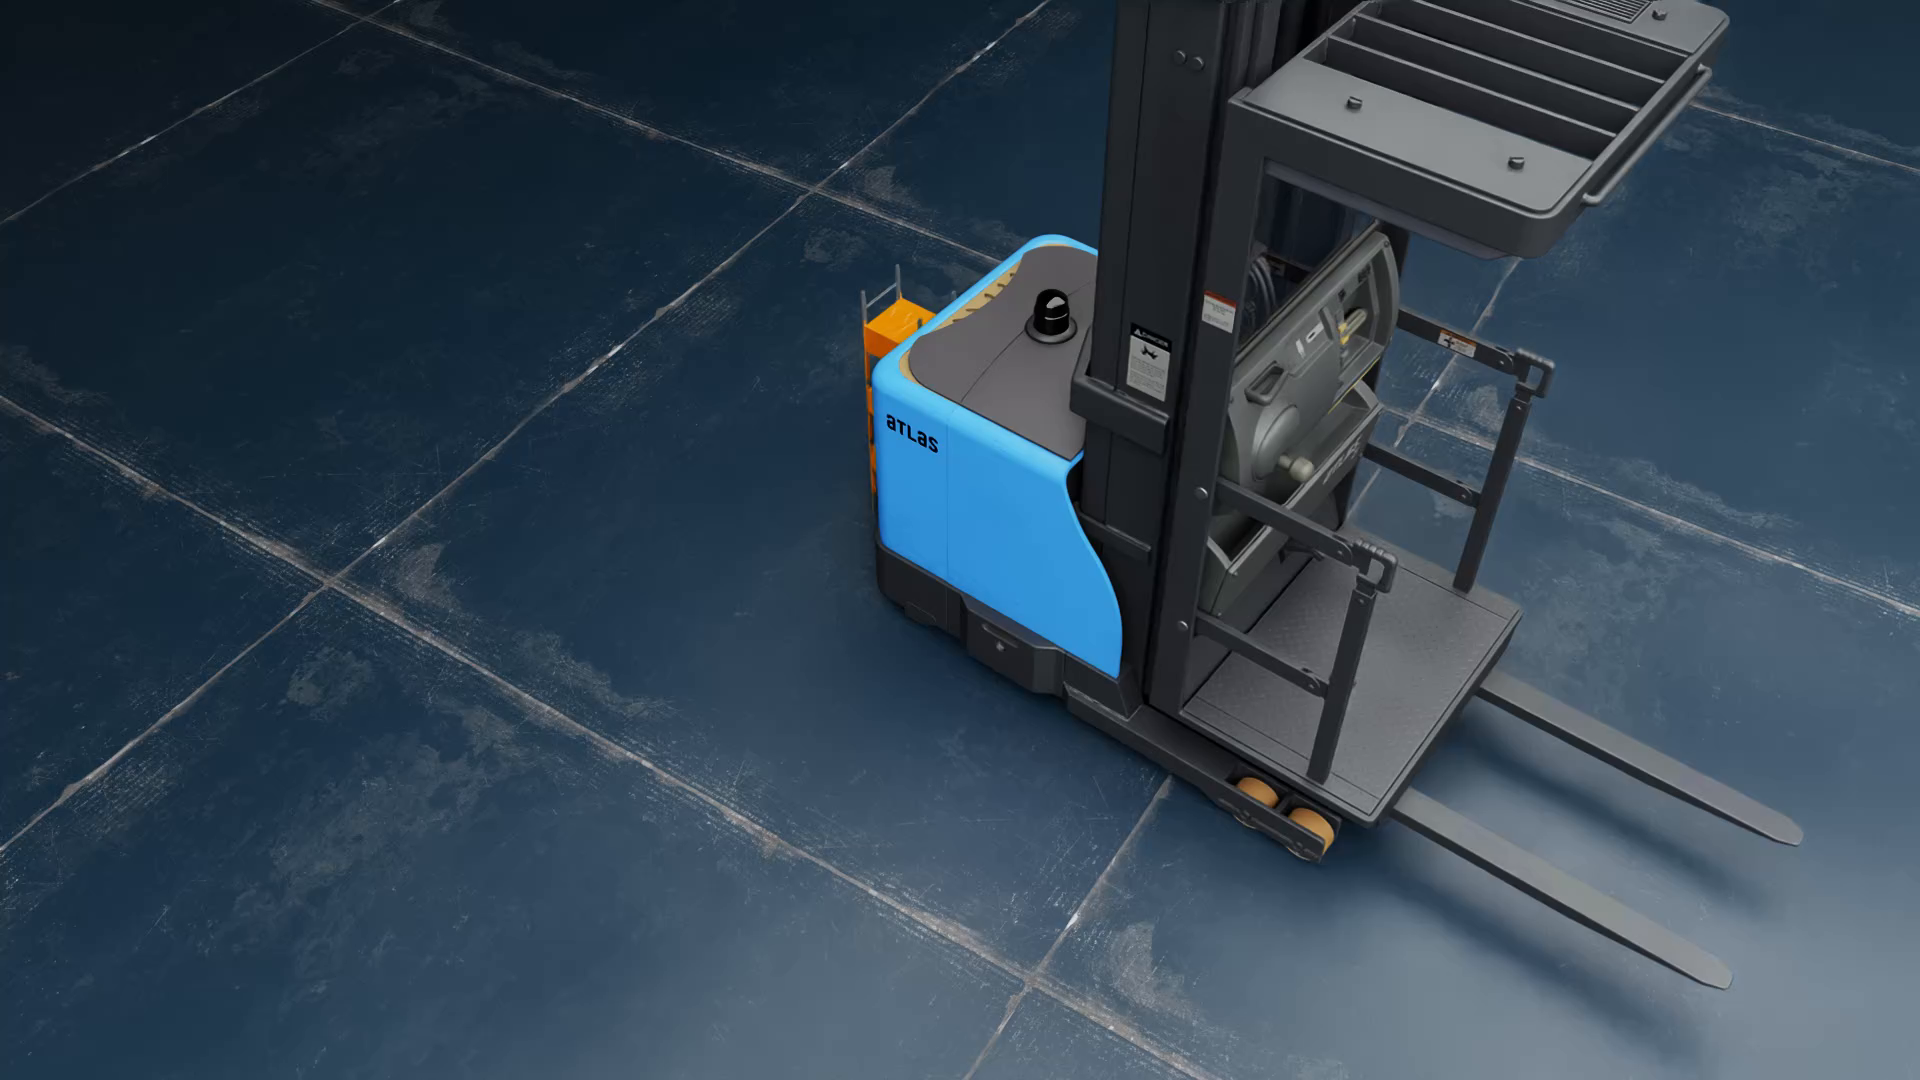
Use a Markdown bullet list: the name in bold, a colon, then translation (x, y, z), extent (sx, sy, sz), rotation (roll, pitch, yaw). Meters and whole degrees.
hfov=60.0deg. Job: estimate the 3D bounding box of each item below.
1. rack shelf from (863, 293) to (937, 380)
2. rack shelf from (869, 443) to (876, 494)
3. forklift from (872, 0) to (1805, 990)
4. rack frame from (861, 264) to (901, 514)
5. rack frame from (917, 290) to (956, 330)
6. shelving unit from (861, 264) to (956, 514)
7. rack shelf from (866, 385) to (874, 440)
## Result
- **rack shelf**: translation (-0.174, -0.661, 5.779), extent (0.240, 0.259, 0.215), rotation (29, 52, 25)
- **rack shelf**: translation (-0.174, -0.269, 6.182), extent (0.240, 0.259, 0.215), rotation (29, 52, 25)
- **forklift**: translation (1.176, -0.447, 4.640), extent (3.031, 2.935, 1.130), rotation (29, 52, 25)
- **rack frame**: translation (-0.270, -0.524, 6.027), extent (0.008, 1.050, 0.200), rotation (29, 52, 25)
- **rack frame**: translation (-0.077, -0.417, 5.923), extent (0.008, 1.050, 0.200), rotation (29, 52, 25)
- **shelving unit**: translation (-0.174, -0.471, 5.975), extent (0.252, 1.050, 0.215), rotation (29, 52, 25)
- **rack shelf**: translation (-0.174, -0.463, 5.983), extent (0.240, 0.259, 0.215), rotation (29, 52, 25)
